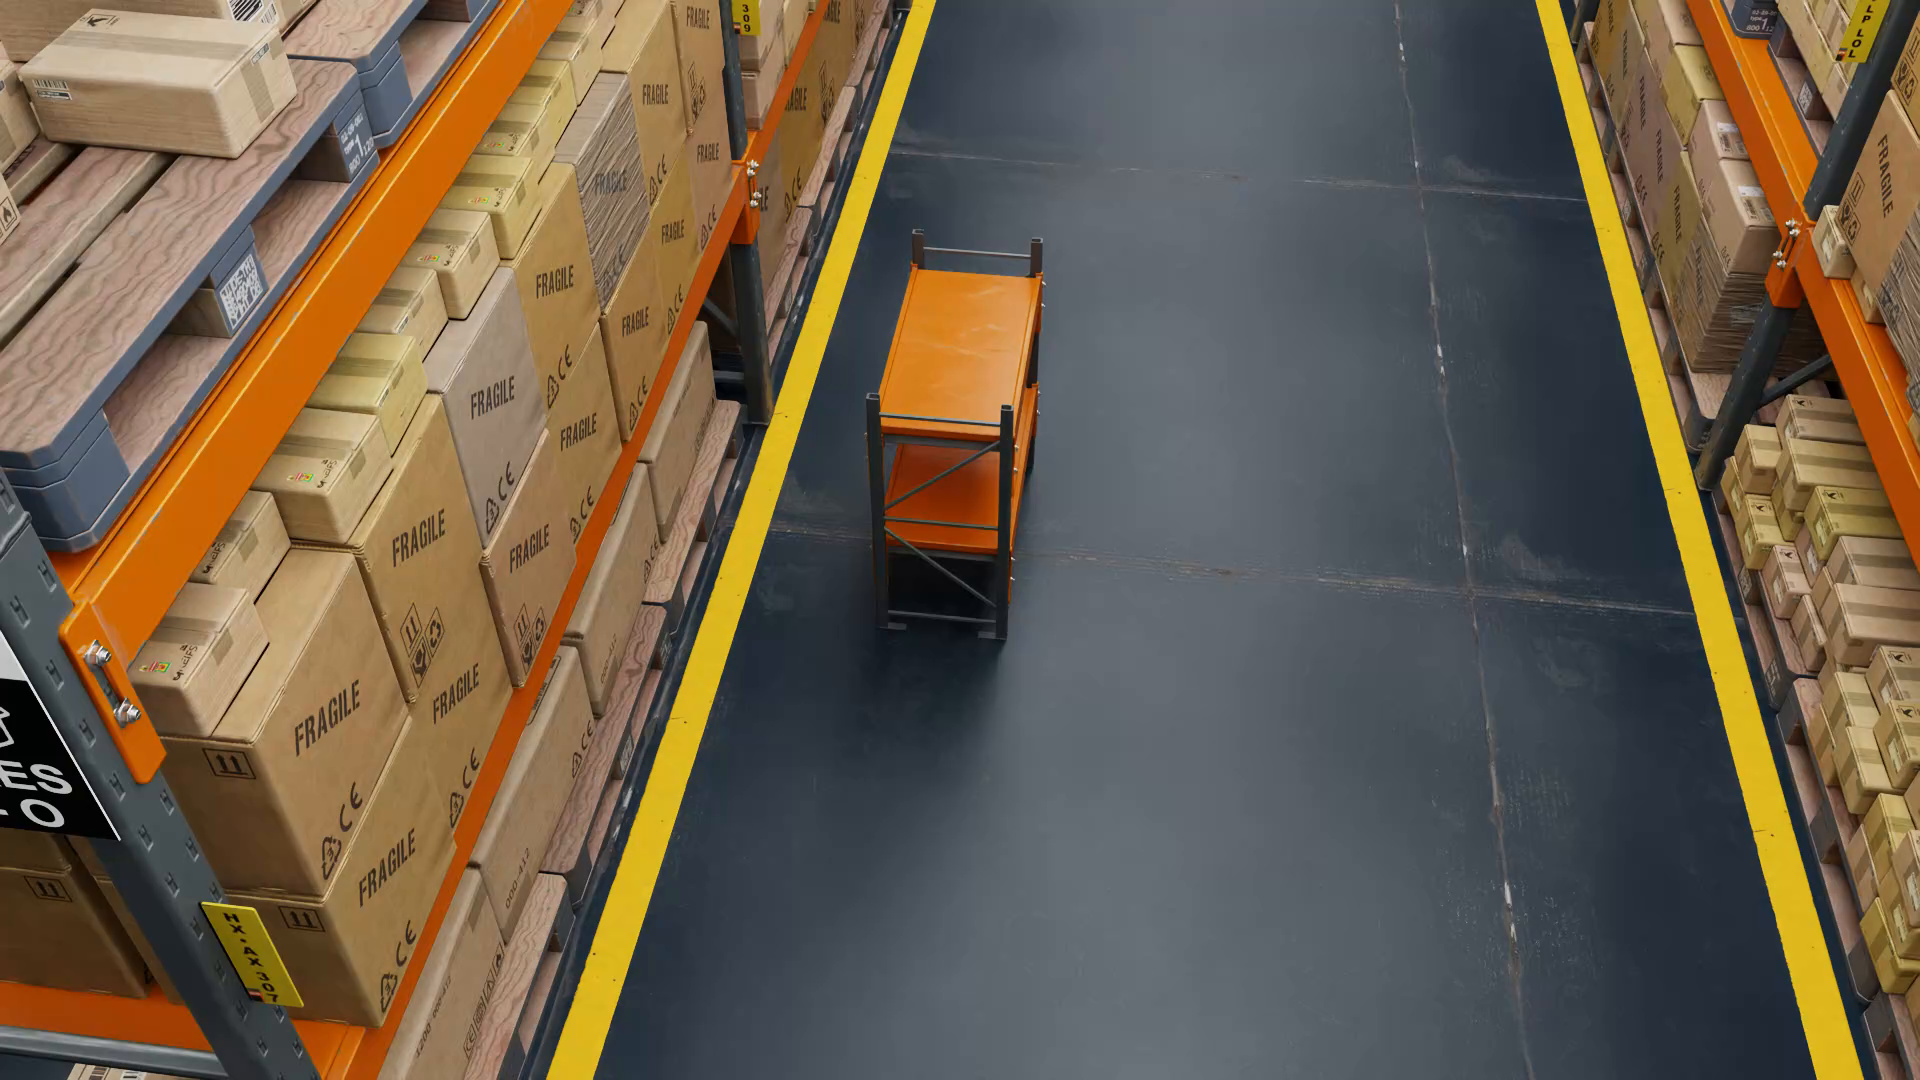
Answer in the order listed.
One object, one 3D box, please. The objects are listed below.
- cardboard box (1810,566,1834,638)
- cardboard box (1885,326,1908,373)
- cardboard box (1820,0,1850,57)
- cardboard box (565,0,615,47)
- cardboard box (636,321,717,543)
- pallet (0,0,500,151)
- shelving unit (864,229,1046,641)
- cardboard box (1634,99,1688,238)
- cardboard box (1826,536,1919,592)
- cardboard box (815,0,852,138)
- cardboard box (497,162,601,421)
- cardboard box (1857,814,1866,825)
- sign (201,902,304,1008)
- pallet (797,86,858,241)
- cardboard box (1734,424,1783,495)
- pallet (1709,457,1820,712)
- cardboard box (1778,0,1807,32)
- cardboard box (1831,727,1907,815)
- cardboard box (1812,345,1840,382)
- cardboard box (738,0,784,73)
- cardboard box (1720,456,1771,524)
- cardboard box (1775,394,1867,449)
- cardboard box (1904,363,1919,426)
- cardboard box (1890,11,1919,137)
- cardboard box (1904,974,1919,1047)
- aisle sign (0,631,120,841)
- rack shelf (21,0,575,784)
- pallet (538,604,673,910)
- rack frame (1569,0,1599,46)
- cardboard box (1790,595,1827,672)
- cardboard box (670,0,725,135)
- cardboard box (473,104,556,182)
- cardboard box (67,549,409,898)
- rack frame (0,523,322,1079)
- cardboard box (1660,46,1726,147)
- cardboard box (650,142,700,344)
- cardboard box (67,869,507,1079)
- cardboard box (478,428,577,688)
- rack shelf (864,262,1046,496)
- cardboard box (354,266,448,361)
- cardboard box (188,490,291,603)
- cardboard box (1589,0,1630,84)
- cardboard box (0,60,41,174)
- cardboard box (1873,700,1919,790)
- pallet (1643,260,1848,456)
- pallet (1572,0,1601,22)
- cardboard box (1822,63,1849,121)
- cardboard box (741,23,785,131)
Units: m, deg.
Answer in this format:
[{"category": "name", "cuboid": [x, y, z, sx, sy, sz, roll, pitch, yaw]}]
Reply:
[{"category": "cardboard box", "cuboid": [3.252, 0.239, 5.868, 0.380, 0.149, 0.250, 3, 44, 3]}, {"category": "cardboard box", "cuboid": [3.291, -0.664, 5.452, 0.380, 0.149, 0.250, 3, 44, 4]}, {"category": "cardboard box", "cuboid": [3.487, -1.926, 6.263, 0.380, 0.149, 0.250, 6, 44, 6]}, {"category": "cardboard box", "cuboid": [-1.249, -1.552, 4.935, 0.380, 0.149, 0.250, 5, 44, 5]}, {"category": "cardboard box", "cuboid": [-1.513, -0.473, 6.626, 0.875, 0.438, 0.875, 5, 44, 5]}, {"category": "pallet", "cuboid": [-1.606, -1.340, 3.866, 1.003, 0.211, 1.213, 5, 44, 6]}, {"category": "shelving unit", "cuboid": [-0.001, -0.404, 6.358, 0.538, 1.125, 1.048, 5, 44, 6]}, {"category": "cardboard box", "cuboid": [3.585, -1.759, 7.938, 0.500, 0.500, 0.500, 4, 44, 5]}, {"category": "cardboard box", "cuboid": [3.254, 0.134, 5.762, 0.380, 0.149, 0.250, 4, 44, 4]}, {"category": "cardboard box", "cuboid": [-1.090, -2.705, 8.665, 0.875, 0.875, 0.875, 6, 44, 6]}, {"category": "cardboard box", "cuboid": [-1.320, -0.688, 4.495, 0.500, 0.500, 0.500, 5, 44, 6]}, {"category": "cardboard box", "cuboid": [3.140, 0.888, 5.399, 0.380, 0.149, 0.250, 6, 44, 7]}, {"category": "sign", "cuboid": [-1.303, 0.769, 3.069, 0.100, 0.325, 0.005, 5, 44, 6]}, {"category": "pallet", "cuboid": [-1.137, -2.023, 8.733, 1.003, 0.211, 1.213, 5, 44, 6]}, {"category": "cardboard box", "cuboid": [3.231, -0.295, 6.432, 0.380, 0.149, 0.250, 7, 44, 7]}, {"category": "pallet", "cuboid": [3.543, 0.186, 6.400, 1.003, 0.211, 1.213, 5, 44, 6]}, {"category": "cardboard box", "cuboid": [3.555, -2.155, 6.722, 0.380, 0.149, 0.250, 3, 44, 3]}, {"category": "cardboard box", "cuboid": [3.038, 0.756, 5.322, 0.380, 0.149, 0.250, 6, 44, 6]}, {"category": "cardboard box", "cuboid": [3.957, -1.012, 7.150, 0.500, 0.500, 0.500, 7, 44, 7]}, {"category": "cardboard box", "cuboid": [-0.986, -2.070, 6.500, 0.500, 0.250, 0.500, 4, 44, 4]}, {"category": "cardboard box", "cuboid": [3.230, -0.186, 6.533, 0.380, 0.149, 0.250, 3, 44, 4]}, {"category": "cardboard box", "cuboid": [3.346, -0.405, 6.331, 0.380, 0.149, 0.250, 7, 44, 7]}, {"category": "cardboard box", "cuboid": [3.121, -0.439, 4.743, 0.500, 0.500, 0.500, 4, 44, 5]}, {"category": "cardboard box", "cuboid": [3.295, -1.510, 5.146, 0.500, 0.500, 0.500, 6, 44, 7]}, {"category": "cardboard box", "cuboid": [3.004, 1.417, 4.840, 0.380, 0.149, 0.250, 6, 44, 6]}, {"category": "aisle sign", "cuboid": [-1.574, 0.189, 2.478, 0.394, 0.787, 0.004, 5, 44, 6]}, {"category": "rack shelf", "cuboid": [-1.588, -1.134, 4.107, 1.077, 0.370, 4.000, 5, 44, 6]}, {"category": "pallet", "cuboid": [-1.660, 0.689, 5.869, 1.003, 0.211, 1.213, 5, 44, 6]}, {"category": "rack frame", "cuboid": [4.125, -4.014, 8.807, 1.000, 3.000, 0.127, 5, 44, 6]}, {"category": "cardboard box", "cuboid": [3.229, 0.347, 5.970, 0.380, 0.149, 0.250, 4, 44, 5]}, {"category": "cardboard box", "cuboid": [-1.112, -1.721, 5.586, 0.500, 0.500, 0.500, 5, 44, 5]}, {"category": "cardboard box", "cuboid": [-1.298, -1.030, 4.385, 0.380, 0.149, 0.250, 5, 44, 6]}, {"category": "cardboard box", "cuboid": [-1.506, 0.357, 3.392, 0.500, 0.500, 0.500, 4, 44, 5]}, {"category": "rack frame", "cuboid": [-1.852, 1.057, 3.452, 1.000, 3.000, 0.127, 5, 44, 6]}, {"category": "cardboard box", "cuboid": [3.581, -2.046, 7.696, 0.500, 0.250, 0.500, 3, 44, 4]}, {"category": "cardboard box", "cuboid": [-1.194, -1.015, 5.567, 0.500, 0.500, 0.500, 4, 44, 4]}, {"category": "cardboard box", "cuboid": [-1.864, 1.376, 4.673, 0.875, 0.438, 0.875, 4, 44, 4]}, {"category": "cardboard box", "cuboid": [-1.380, 0.028, 4.466, 0.500, 0.500, 0.500, 5, 44, 5]}, {"category": "rack shelf", "cuboid": [-0.001, -0.616, 6.157, 0.538, 0.278, 1.000, 5, 44, 6]}, {"category": "cardboard box", "cuboid": [-1.419, -0.511, 3.836, 0.380, 0.149, 0.250, 6, 44, 6]}, {"category": "cardboard box", "cuboid": [-1.567, 0.021, 3.275, 0.380, 0.149, 0.250, 6, 44, 7]}, {"category": "cardboard box", "cuboid": [3.779, -2.800, 9.038, 0.500, 0.500, 0.500, 4, 44, 4]}, {"category": "cardboard box", "cuboid": [-1.906, -0.737, 2.970, 0.380, 0.149, 0.250, 2, 43, 2]}, {"category": "cardboard box", "cuboid": [3.114, 0.658, 5.209, 0.380, 0.149, 0.250, 5, 44, 6]}, {"category": "pallet", "cuboid": [3.698, -0.806, 7.447, 1.003, 0.211, 1.213, 5, 44, 6]}, {"category": "pallet", "cuboid": [4.304, -3.532, 10.326, 1.003, 0.211, 1.213, 5, 44, 6]}, {"category": "cardboard box", "cuboid": [3.453, -1.638, 6.175, 0.380, 0.149, 0.250, 4, 44, 5]}, {"category": "cardboard box", "cuboid": [-1.004, -1.890, 6.674, 0.500, 0.250, 0.500, 4, 44, 5]}]
